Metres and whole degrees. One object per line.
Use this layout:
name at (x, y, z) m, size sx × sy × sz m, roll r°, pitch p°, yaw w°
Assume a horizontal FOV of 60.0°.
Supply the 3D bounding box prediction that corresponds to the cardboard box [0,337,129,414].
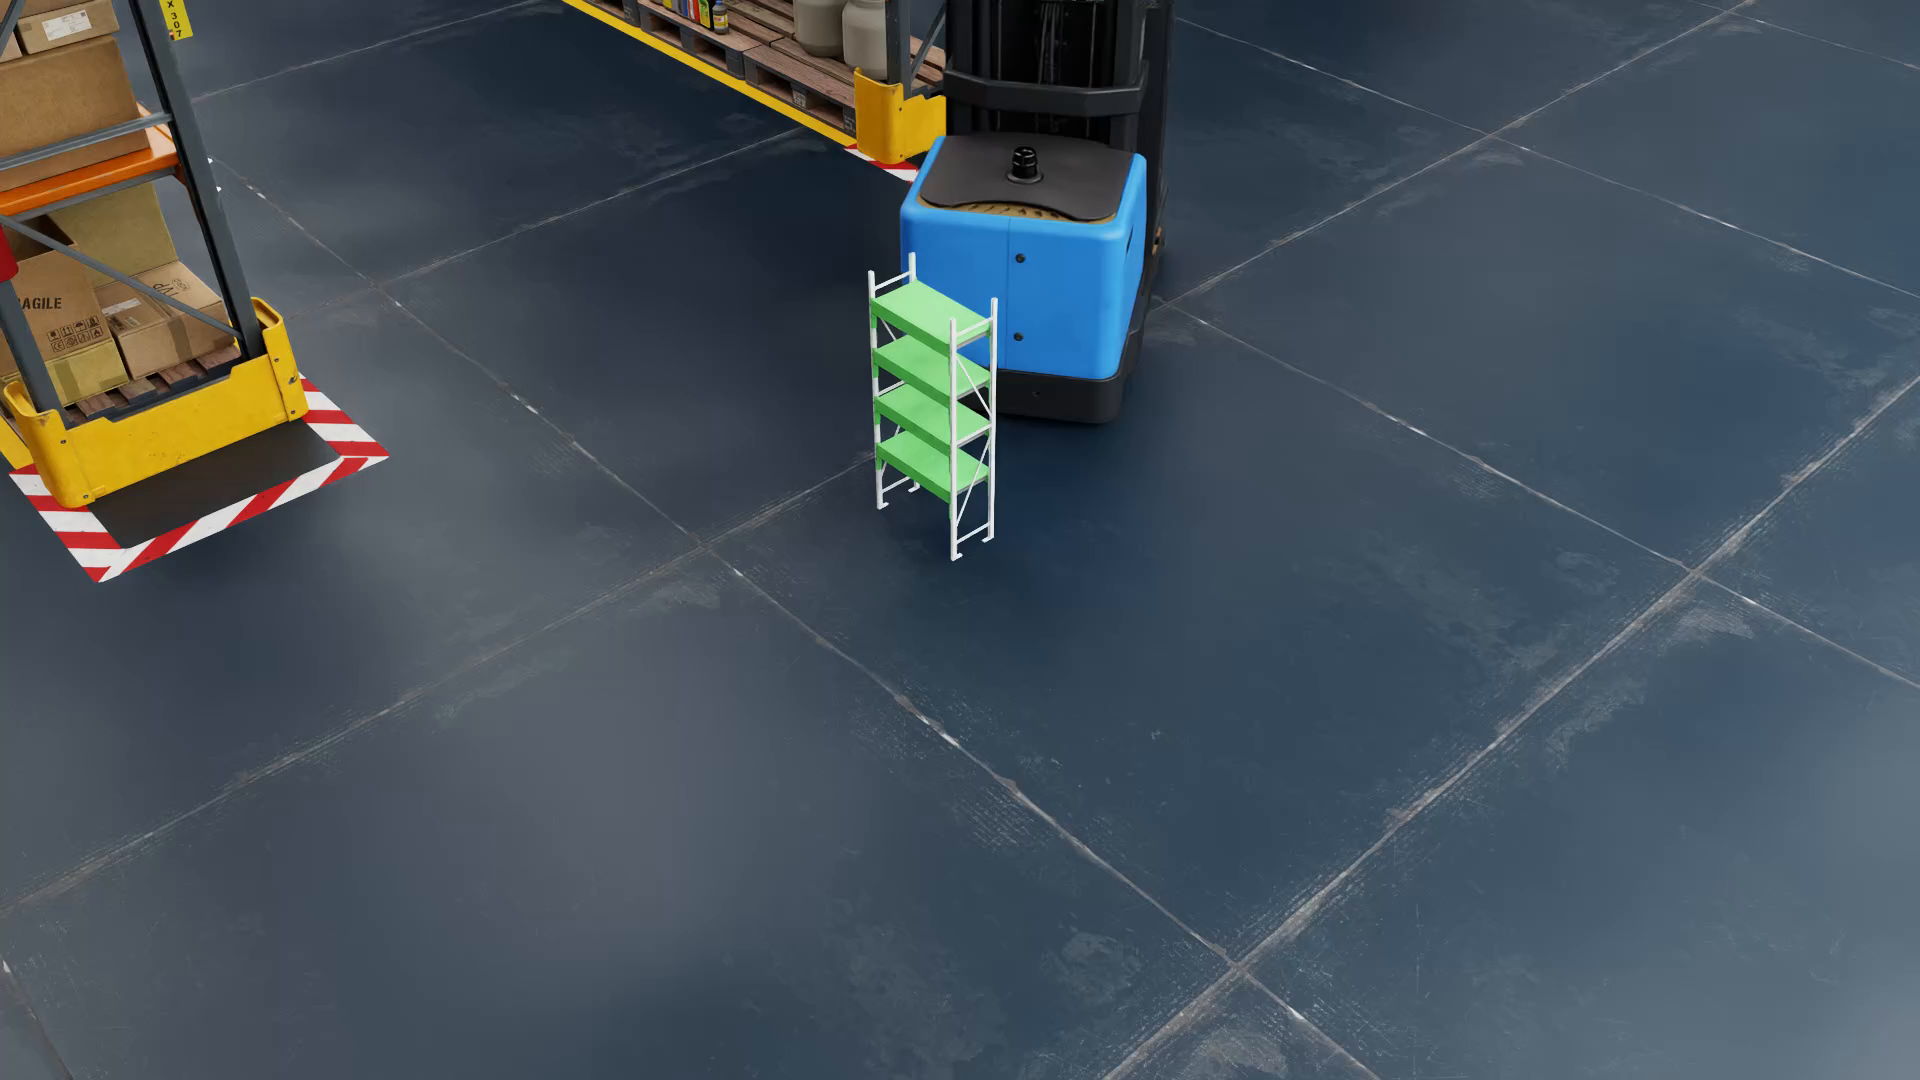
cardboard box at (-4.259, -0.845, 7.763) m, size 0.500 × 0.250 × 0.500 m, roll -30°, pitch 48°, yaw -32°

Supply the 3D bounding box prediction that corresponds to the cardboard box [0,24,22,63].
cardboard box at (-4.078, -2.016, 6.763) m, size 0.380 × 0.149 × 0.250 m, roll -31°, pitch 48°, yaw -32°

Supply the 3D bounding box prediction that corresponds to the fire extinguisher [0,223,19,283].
fire extinguisher at (-3.941, -1.347, 6.592) m, size 0.296 × 0.674 × 0.183 m, roll -30°, pitch 48°, yaw -32°

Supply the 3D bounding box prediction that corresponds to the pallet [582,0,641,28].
pallet at (-2.310, -4.170, 12.245) m, size 1.003 × 0.211 × 1.213 m, roll -30°, pitch 48°, yaw -32°

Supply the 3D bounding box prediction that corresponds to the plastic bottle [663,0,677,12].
plastic bottle at (-1.952, -3.804, 11.331) m, size 0.144 × 0.351 × 0.185 m, roll -28°, pitch 47°, yaw -30°

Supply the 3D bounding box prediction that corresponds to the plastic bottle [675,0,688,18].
plastic bottle at (-1.837, -3.700, 11.261) m, size 0.152 × 0.276 × 0.135 m, roll -31°, pitch 48°, yaw -33°

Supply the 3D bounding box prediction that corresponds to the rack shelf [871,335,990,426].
rack shelf at (-0.112, -0.680, 6.857) m, size 0.258 × 0.148 × 0.480 m, roll -30°, pitch 48°, yaw -32°

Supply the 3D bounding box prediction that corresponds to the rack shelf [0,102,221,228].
rack shelf at (-5.031, -2.275, 8.252) m, size 1.077 × 0.370 × 4.000 m, roll -30°, pitch 48°, yaw -32°

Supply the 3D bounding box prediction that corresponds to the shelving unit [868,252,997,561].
shelving unit at (-0.112, -0.543, 6.968) m, size 0.258 × 1.200 × 0.503 m, roll -30°, pitch 48°, yaw -32°

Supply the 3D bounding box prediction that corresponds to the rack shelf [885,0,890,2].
rack shelf at (-1.380, -4.378, 10.856) m, size 1.077 × 0.370 × 4.000 m, roll -30°, pitch 48°, yaw -32°

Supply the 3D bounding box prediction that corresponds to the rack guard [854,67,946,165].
rack guard at (-0.114, -2.775, 10.288) m, size 1.175 × 0.500 × 0.348 m, roll -30°, pitch 48°, yaw -32°

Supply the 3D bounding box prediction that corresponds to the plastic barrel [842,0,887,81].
plastic barrel at (-0.529, -3.200, 10.470) m, size 0.421 × 0.512 × 0.421 m, roll 0°, pitch 39°, yaw 0°

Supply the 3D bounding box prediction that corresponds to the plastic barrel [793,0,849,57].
plastic barrel at (-0.868, -3.432, 10.758) m, size 0.421 × 0.512 × 0.421 m, roll 0°, pitch 39°, yaw 0°

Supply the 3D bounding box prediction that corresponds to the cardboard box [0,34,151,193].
cardboard box at (-3.985, -1.889, 7.122) m, size 0.700 × 0.500 × 0.500 m, roll -30°, pitch 48°, yaw -32°

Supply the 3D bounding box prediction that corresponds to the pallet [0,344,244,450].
pallet at (-4.227, -0.880, 8.172) m, size 1.003 × 0.211 × 1.213 m, roll -30°, pitch 48°, yaw -32°

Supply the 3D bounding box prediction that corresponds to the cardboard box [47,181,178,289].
cardboard box at (-4.217, -1.588, 8.086) m, size 0.500 × 0.500 × 0.500 m, roll -30°, pitch 48°, yaw -32°

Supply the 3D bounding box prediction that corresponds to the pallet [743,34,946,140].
pallet at (-0.659, -3.041, 10.847) m, size 1.003 × 0.211 × 1.213 m, roll -30°, pitch 48°, yaw -32°

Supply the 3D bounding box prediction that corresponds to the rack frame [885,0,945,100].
rack frame at (-0.028, -3.732, 9.484) m, size 1.000 × 3.000 × 0.127 m, roll -30°, pitch 48°, yaw -32°

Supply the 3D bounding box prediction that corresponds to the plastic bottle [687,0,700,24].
plastic bottle at (-1.743, -3.636, 11.182) m, size 0.152 × 0.276 × 0.135 m, roll -30°, pitch 47°, yaw -31°

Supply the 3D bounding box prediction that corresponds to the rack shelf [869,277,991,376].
rack shelf at (-0.112, -0.867, 6.706) m, size 0.258 × 0.148 × 0.480 m, roll -30°, pitch 48°, yaw -32°

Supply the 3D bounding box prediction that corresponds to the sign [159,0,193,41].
sign at (-3.266, -2.230, 6.871) m, size 0.100 × 0.325 × 0.005 m, roll -30°, pitch 48°, yaw -32°

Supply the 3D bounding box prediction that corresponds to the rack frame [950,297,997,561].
rack frame at (0.053, -0.430, 6.828) m, size 0.240 × 1.200 × 0.015 m, roll -30°, pitch 48°, yaw -32°

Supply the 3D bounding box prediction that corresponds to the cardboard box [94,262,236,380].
cardboard box at (-3.878, -1.065, 8.036) m, size 0.500 × 0.250 × 0.500 m, roll -30°, pitch 48°, yaw -32°

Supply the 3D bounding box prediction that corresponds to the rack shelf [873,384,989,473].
rack shelf at (-0.112, -0.494, 7.008) m, size 0.258 × 0.148 × 0.480 m, roll -30°, pitch 48°, yaw -32°

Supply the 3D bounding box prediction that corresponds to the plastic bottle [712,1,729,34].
plastic bottle at (-1.593, -3.478, 11.047) m, size 0.097 × 0.201 × 0.097 m, roll 0°, pitch 39°, yaw 0°

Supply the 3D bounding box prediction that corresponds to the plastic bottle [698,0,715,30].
plastic bottle at (-1.685, -3.557, 11.078) m, size 0.061 × 0.283 × 0.133 m, roll -29°, pitch 47°, yaw -31°

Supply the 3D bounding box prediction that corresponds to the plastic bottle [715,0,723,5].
plastic bottle at (-1.665, -3.684, 11.236) m, size 0.061 × 0.283 × 0.133 m, roll -30°, pitch 48°, yaw -32°

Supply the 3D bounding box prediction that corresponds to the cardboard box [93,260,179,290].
cardboard box at (-4.219, -1.295, 8.321) m, size 0.500 × 0.250 × 0.500 m, roll -30°, pitch 48°, yaw -32°

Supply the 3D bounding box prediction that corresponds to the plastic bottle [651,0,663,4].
plastic bottle at (-2.078, -3.890, 11.437) m, size 0.144 × 0.351 × 0.185 m, roll -30°, pitch 48°, yaw -32°

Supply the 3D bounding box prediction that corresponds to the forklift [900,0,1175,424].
forklift at (0.521, -2.616, 8.156) m, size 1.130 × 2.935 × 3.031 m, roll 8°, pitch 40°, yaw 9°

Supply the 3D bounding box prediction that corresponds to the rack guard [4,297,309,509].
rack guard at (-3.663, -0.645, 7.651) m, size 1.175 × 0.500 × 0.348 m, roll -30°, pitch 48°, yaw -32°

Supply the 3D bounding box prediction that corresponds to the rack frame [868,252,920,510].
rack frame at (-0.277, -0.656, 7.108) m, size 0.240 × 1.200 × 0.015 m, roll -30°, pitch 48°, yaw -32°

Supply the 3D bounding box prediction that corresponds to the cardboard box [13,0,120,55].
cardboard box at (-3.786, -2.193, 6.983) m, size 0.380 × 0.149 × 0.250 m, roll -30°, pitch 48°, yaw -32°

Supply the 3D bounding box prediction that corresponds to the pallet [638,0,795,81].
pallet at (-1.480, -3.605, 11.546) m, size 1.003 × 0.211 × 1.213 m, roll -30°, pitch 48°, yaw -32°

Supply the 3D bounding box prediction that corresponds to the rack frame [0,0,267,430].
rack frame at (-3.679, -1.629, 6.880) m, size 1.000 × 3.000 × 0.127 m, roll -30°, pitch 48°, yaw -32°

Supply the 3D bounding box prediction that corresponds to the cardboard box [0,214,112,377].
cardboard box at (-4.261, -1.136, 7.527) m, size 0.500 × 0.500 × 0.500 m, roll -30°, pitch 48°, yaw -32°

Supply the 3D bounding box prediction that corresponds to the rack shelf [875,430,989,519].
rack shelf at (-0.112, -0.307, 7.159) m, size 0.258 × 0.148 × 0.480 m, roll -30°, pitch 48°, yaw -32°
